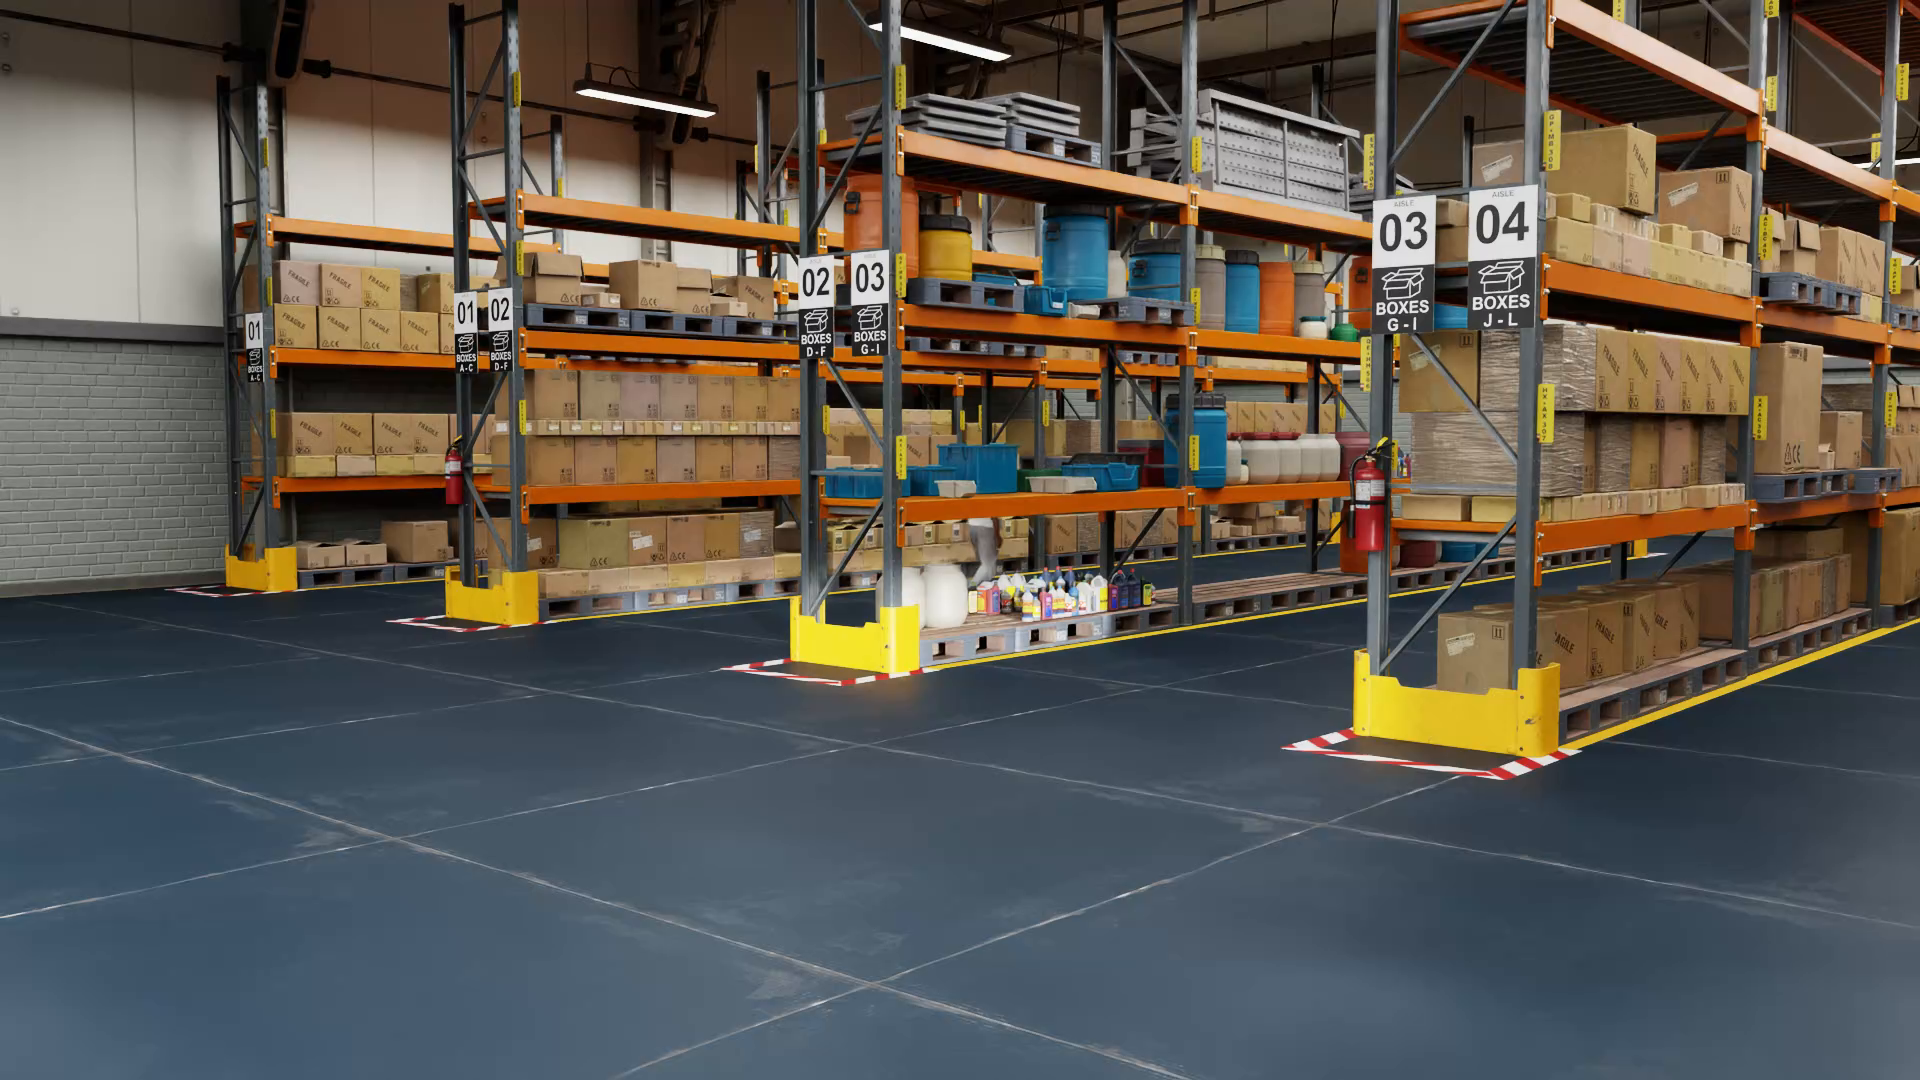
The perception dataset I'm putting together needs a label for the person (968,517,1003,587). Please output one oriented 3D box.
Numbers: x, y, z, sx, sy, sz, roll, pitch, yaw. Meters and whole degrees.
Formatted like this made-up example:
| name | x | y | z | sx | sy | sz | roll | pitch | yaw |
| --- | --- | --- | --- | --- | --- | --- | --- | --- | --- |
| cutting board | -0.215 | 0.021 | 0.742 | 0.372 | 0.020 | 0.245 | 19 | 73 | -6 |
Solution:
| name | x | y | z | sx | sy | sz | roll | pitch | yaw |
| --- | --- | --- | --- | --- | --- | --- | --- | --- | --- |
| person | 0.266 | -0.083 | 16.696 | 0.649 | 1.653 | 0.484 | -2 | 4 | -30 |
